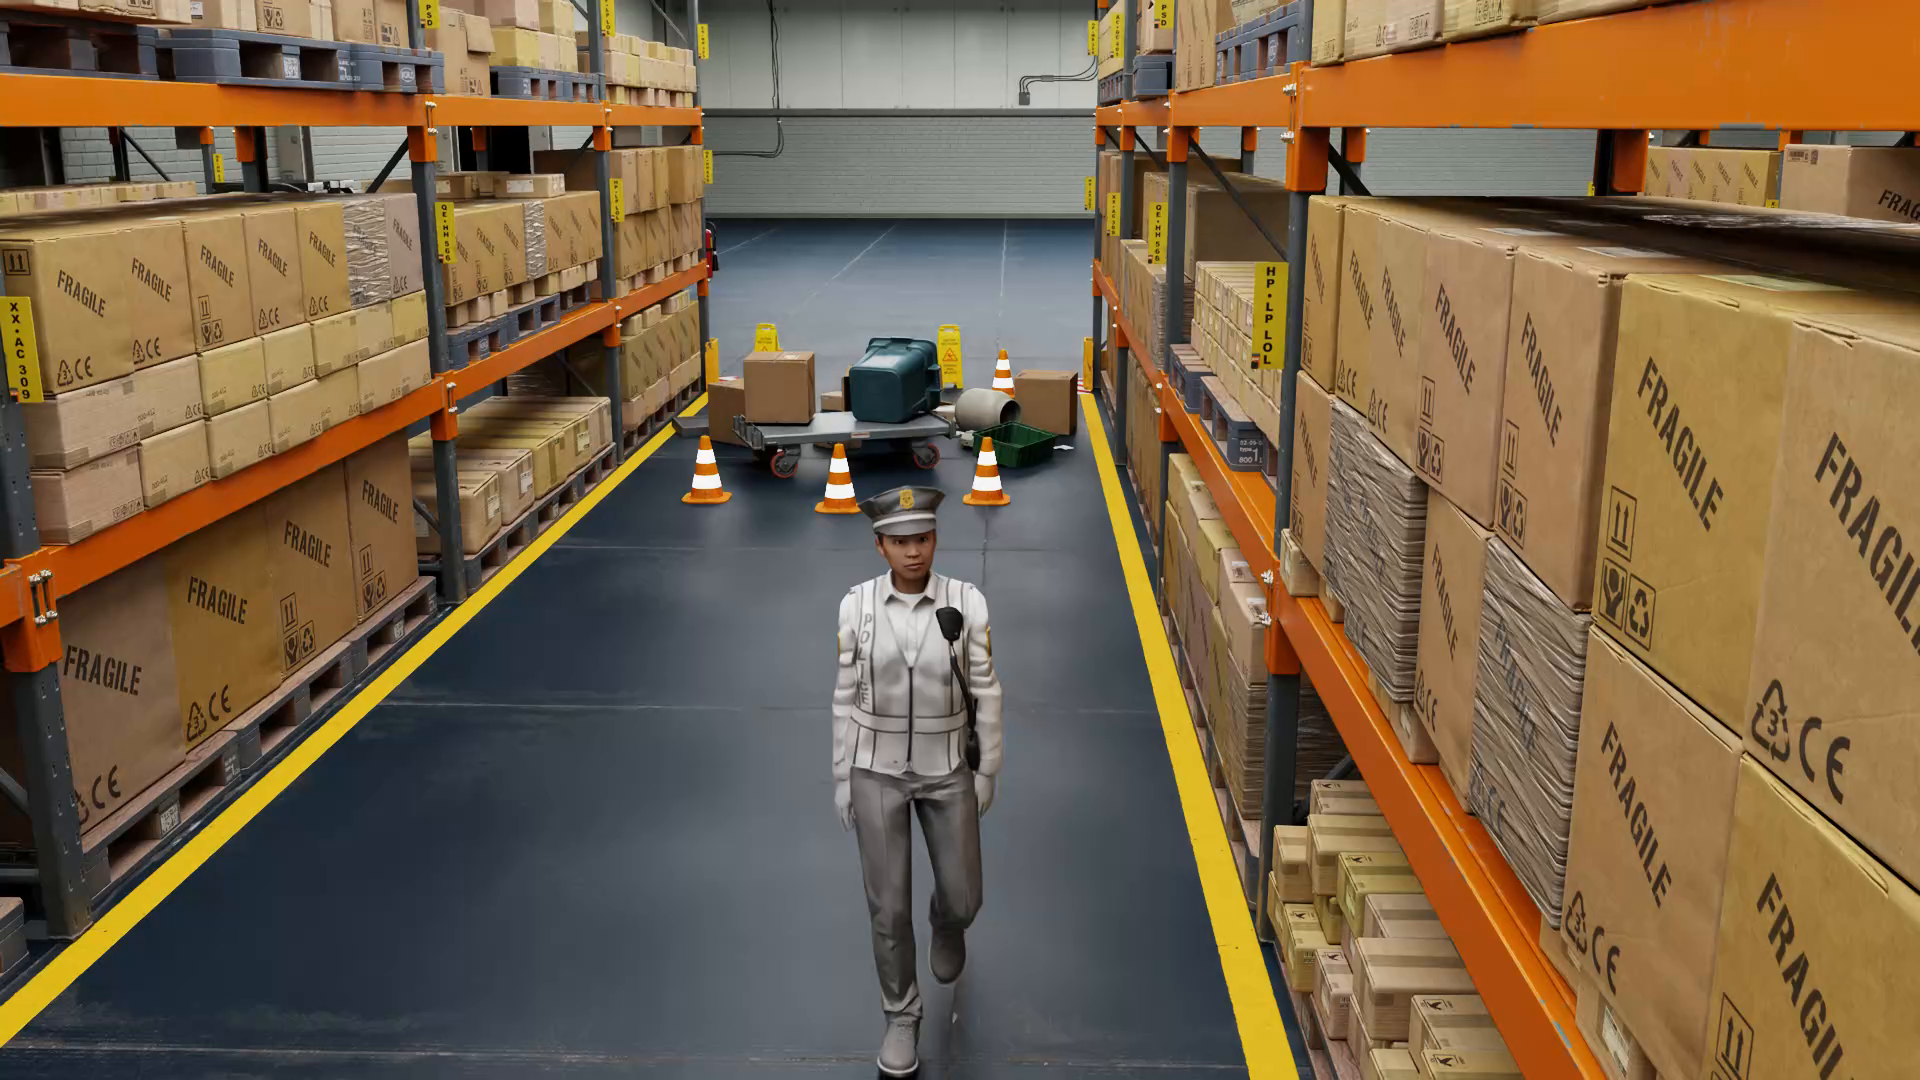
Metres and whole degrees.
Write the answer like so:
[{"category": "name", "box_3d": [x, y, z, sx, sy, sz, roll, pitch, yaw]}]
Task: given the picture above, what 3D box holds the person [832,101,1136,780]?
[{"category": "person", "box_3d": [-1.125, -0.910, 6.257, 6.295, 2.361, 21.617, 0, 14, -1]}]
